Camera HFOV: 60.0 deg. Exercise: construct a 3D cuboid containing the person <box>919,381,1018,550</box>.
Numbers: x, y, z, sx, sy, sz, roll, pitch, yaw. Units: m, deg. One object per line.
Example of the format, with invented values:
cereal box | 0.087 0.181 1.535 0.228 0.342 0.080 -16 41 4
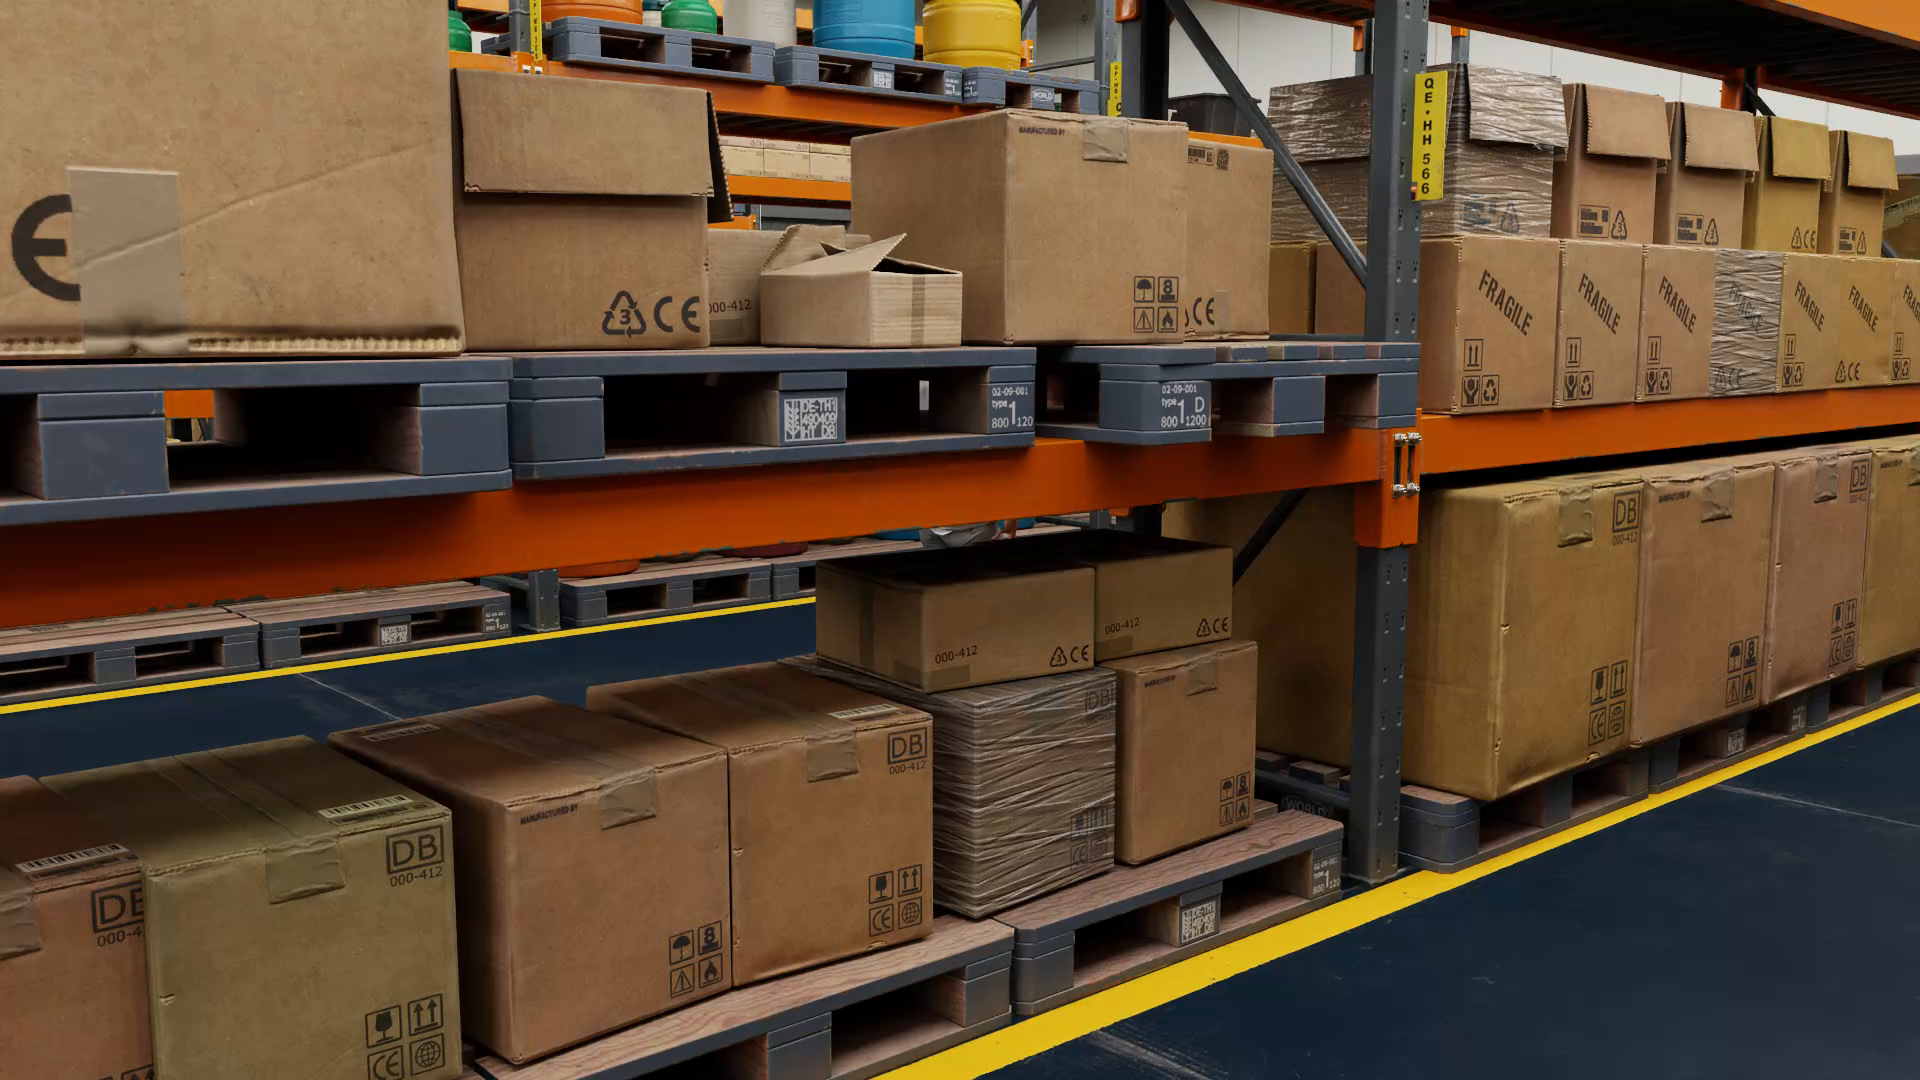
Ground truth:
person | 0.059 -0.068 6.270 0.474 1.597 0.521 -7 10 -41
